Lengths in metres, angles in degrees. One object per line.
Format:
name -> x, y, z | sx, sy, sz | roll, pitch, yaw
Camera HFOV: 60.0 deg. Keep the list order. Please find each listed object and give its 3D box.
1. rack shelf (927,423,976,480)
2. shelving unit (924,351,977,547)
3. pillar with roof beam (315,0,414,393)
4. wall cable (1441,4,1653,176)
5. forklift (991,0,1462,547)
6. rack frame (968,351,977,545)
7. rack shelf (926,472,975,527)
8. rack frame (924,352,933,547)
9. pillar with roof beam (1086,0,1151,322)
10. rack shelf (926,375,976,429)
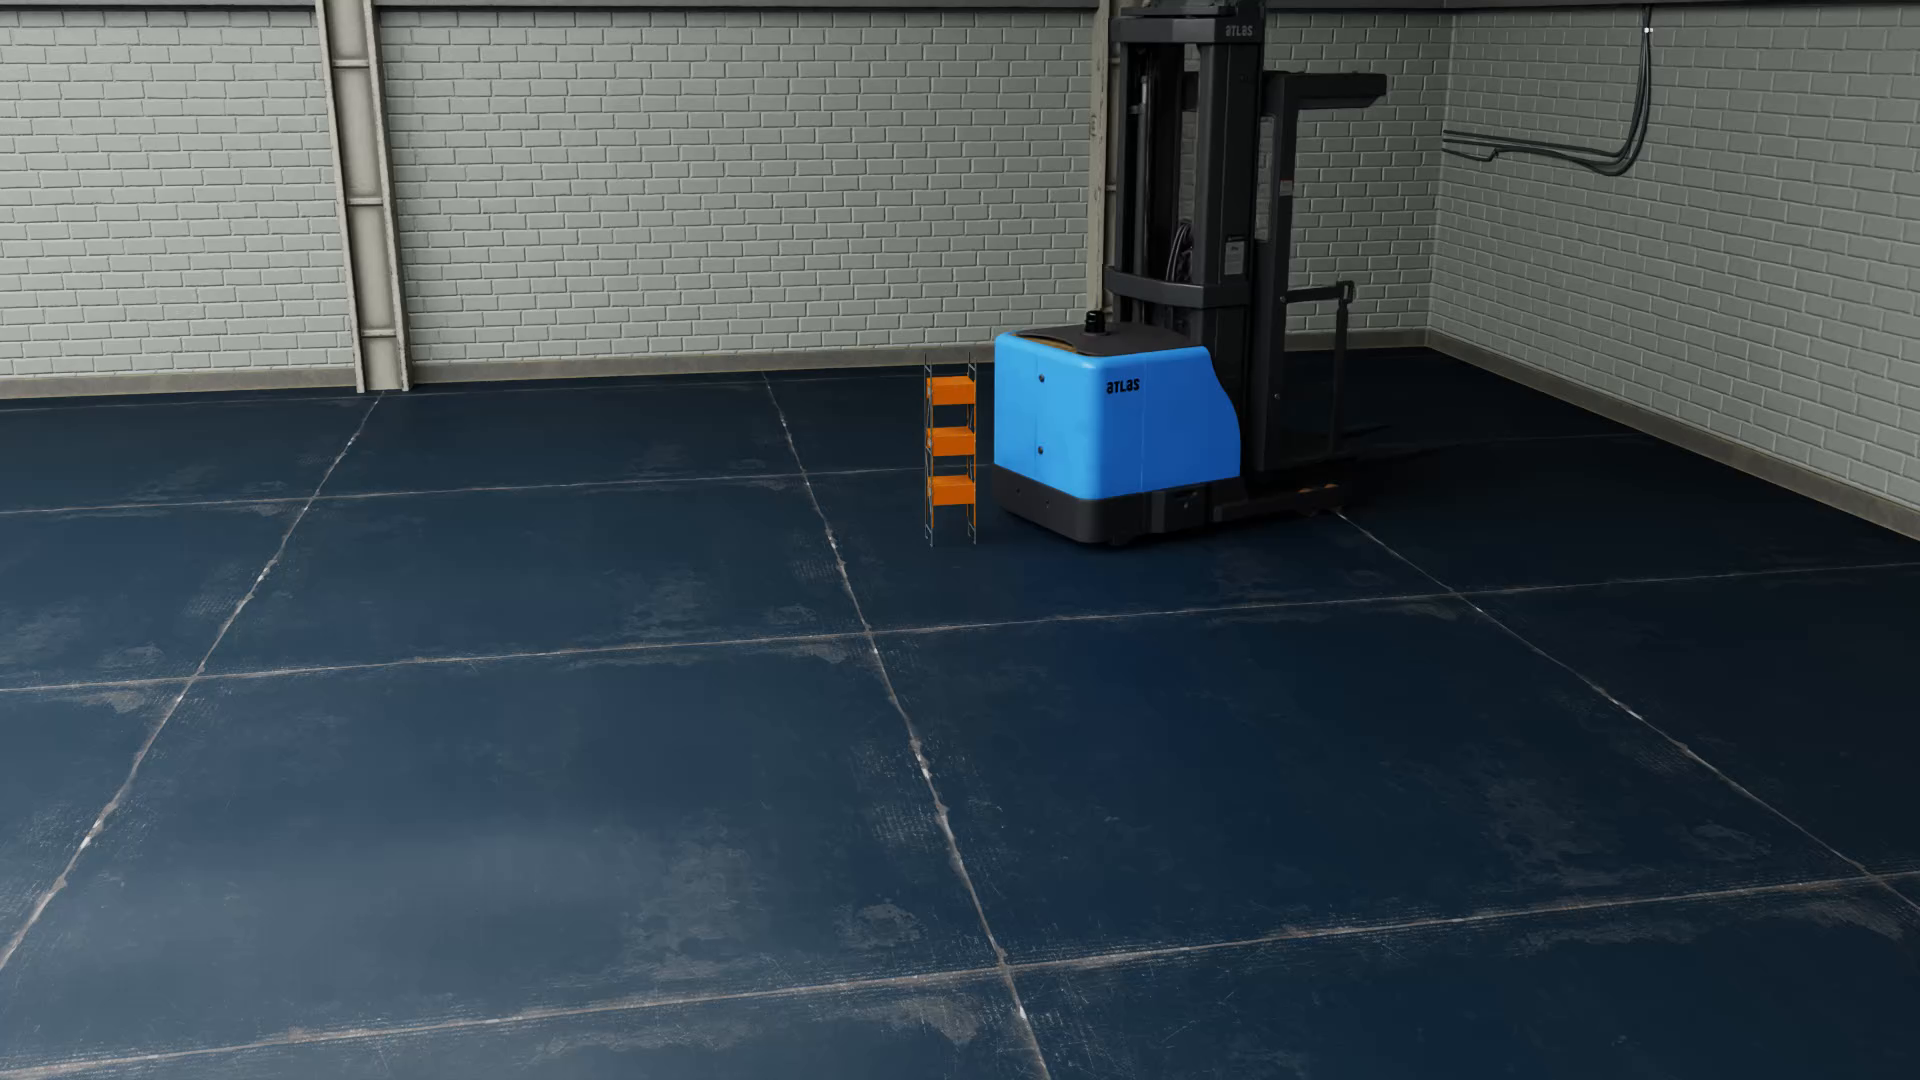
rack shelf -> -0.053, -0.489, 9.151 | 0.240, 0.259, 0.215 | -3, 17, -10
shelving unit -> -0.053, -0.499, 9.148 | 0.252, 1.050, 0.215 | -3, 17, -10
pillar with roof beam -> -3.763, -4.276, 7.906 | 0.400, 9.000, 9.100 | -3, 17, -10
wall cable -> 4.455, -4.149, 12.783 | 0.112, 2.526, 3.097 | -3, 17, -10
forklift -> 1.716, -1.662, 9.729 | 3.031, 2.935, 1.130 | -10, 20, -29
rack frame -> 0.067, -0.506, 9.170 | 0.008, 1.050, 0.200 | -3, 17, -10
rack shelf -> -0.053, -0.223, 9.233 | 0.240, 0.259, 0.215 | -3, 17, -10
rack frame -> -0.172, -0.492, 9.126 | 0.008, 1.050, 0.200 | -3, 17, -10
pillar with roof beam -> 2.128, -4.610, 8.994 | 0.400, 9.000, 9.100 | -3, 17, -10
rack shelf -> -0.053, -0.760, 9.068 | 0.240, 0.259, 0.215 | -3, 17, -10
